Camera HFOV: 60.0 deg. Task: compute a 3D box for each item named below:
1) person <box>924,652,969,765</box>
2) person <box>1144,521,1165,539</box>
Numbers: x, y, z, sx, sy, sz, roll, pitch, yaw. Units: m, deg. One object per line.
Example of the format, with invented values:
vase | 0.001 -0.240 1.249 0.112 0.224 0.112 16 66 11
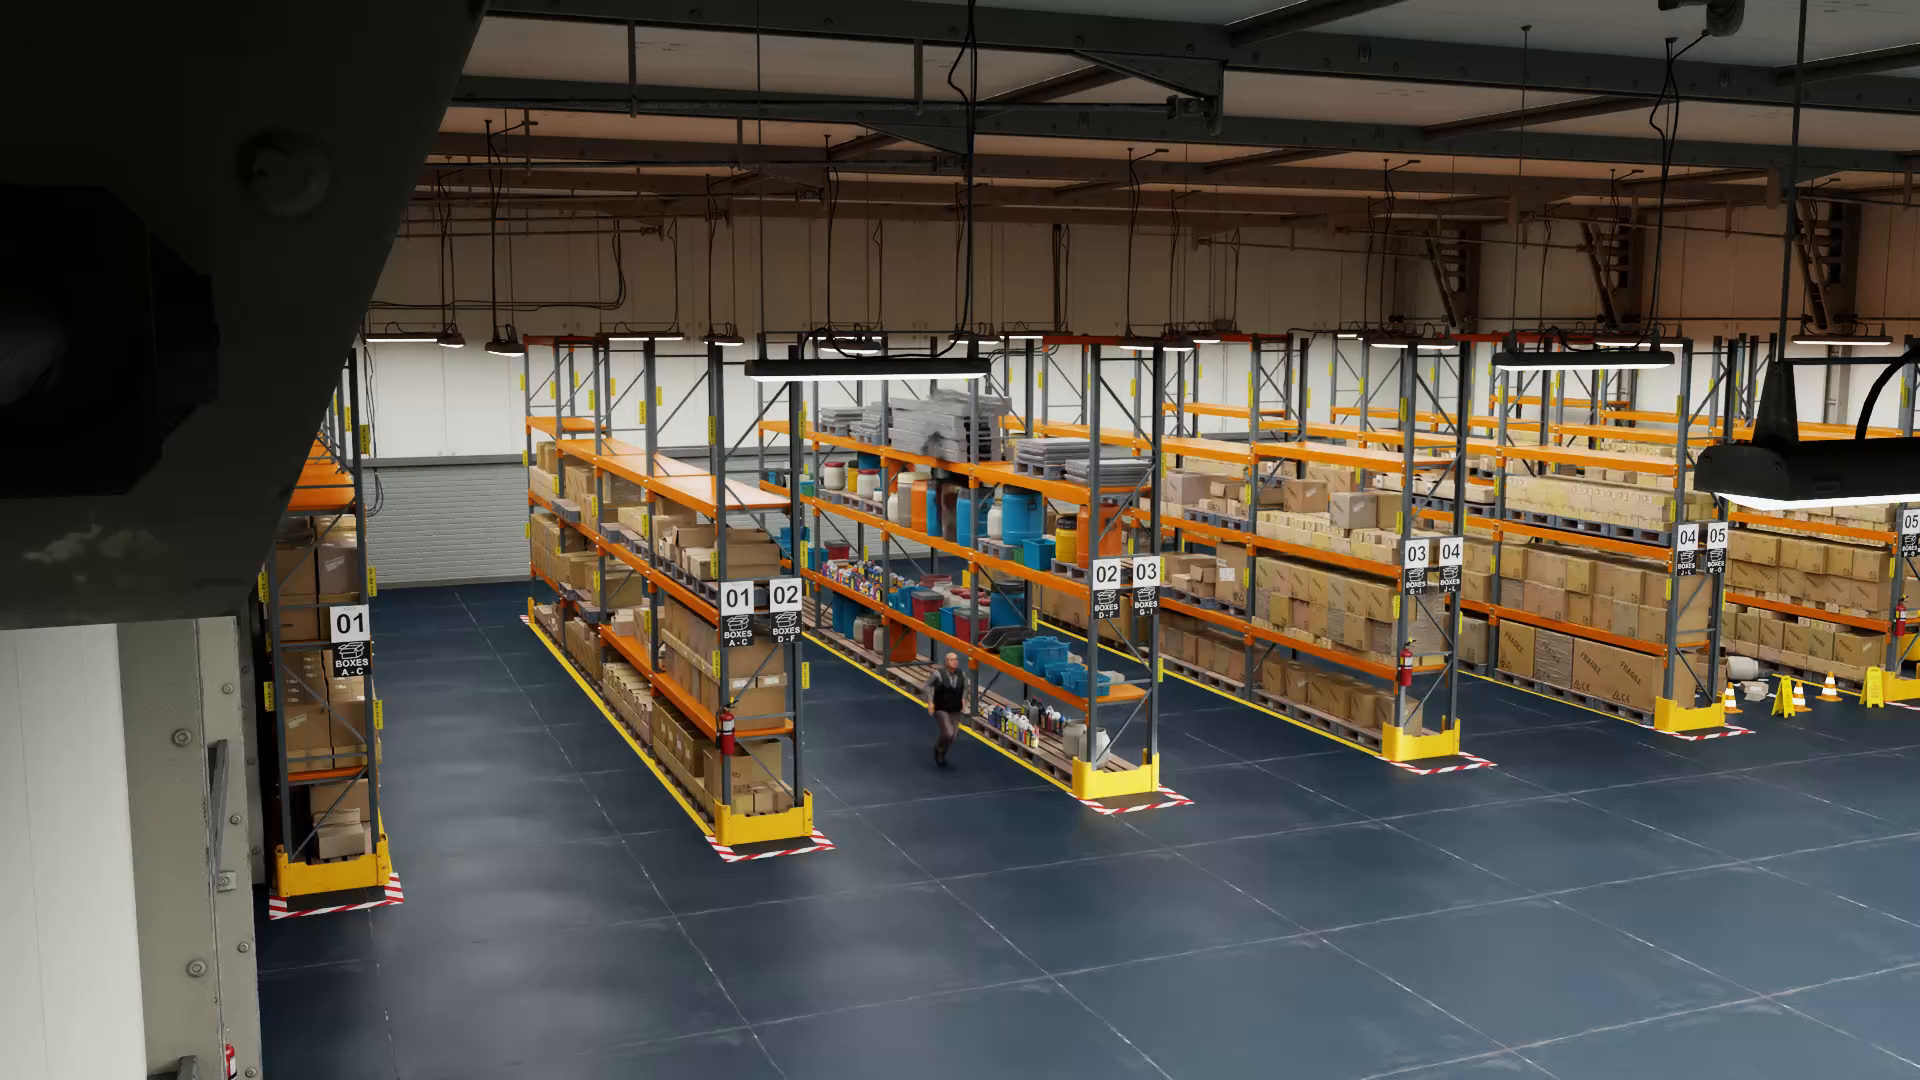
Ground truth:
person | -0.159 2.388 23.455 0.596 1.639 0.712 -4 9 -29
person | 4.870 0.003 41.527 0.893 1.676 0.599 -3 8 -19
